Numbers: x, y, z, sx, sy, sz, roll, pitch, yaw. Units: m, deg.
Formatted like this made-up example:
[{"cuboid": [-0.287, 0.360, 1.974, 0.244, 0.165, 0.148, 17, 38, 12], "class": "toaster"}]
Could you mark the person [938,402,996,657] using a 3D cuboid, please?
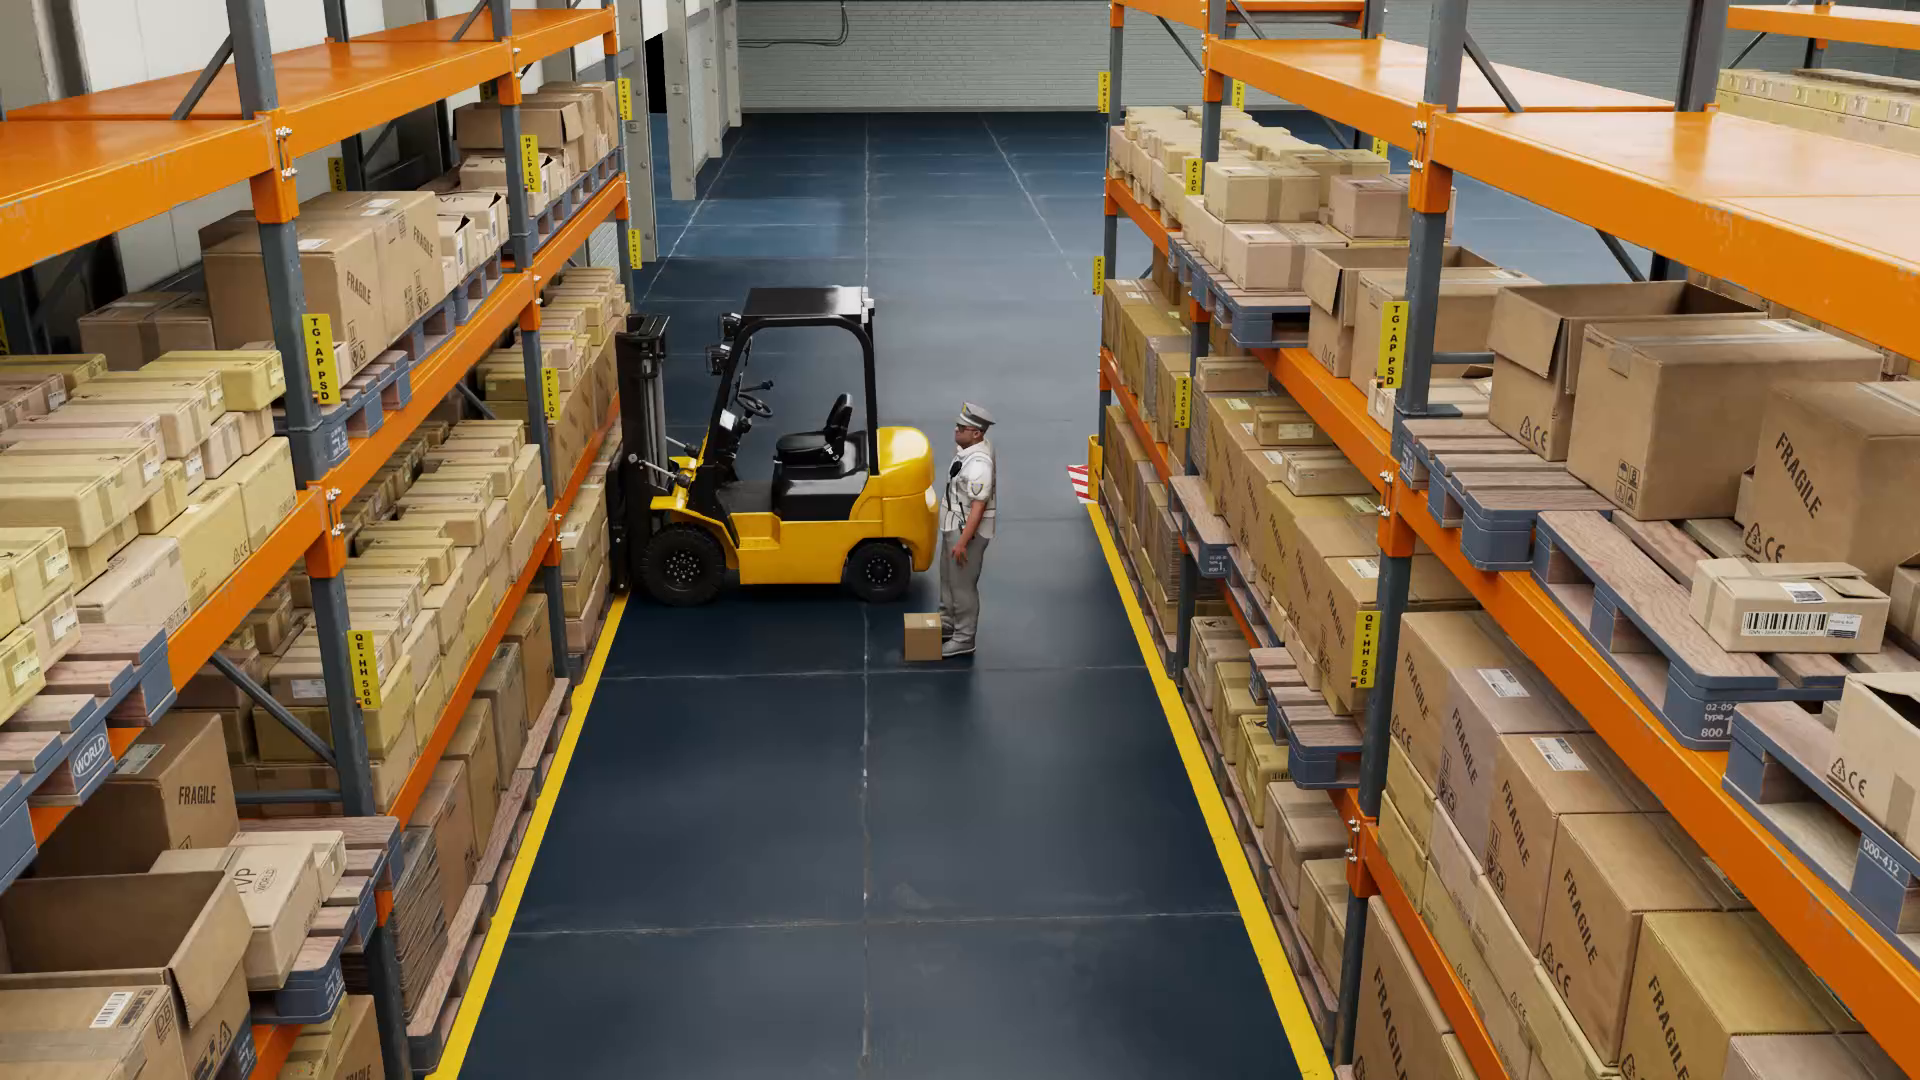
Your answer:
[{"cuboid": [-0.044, -0.076, 11.200, 0.573, 1.782, 0.641, -1, 20, -3], "class": "person"}]
